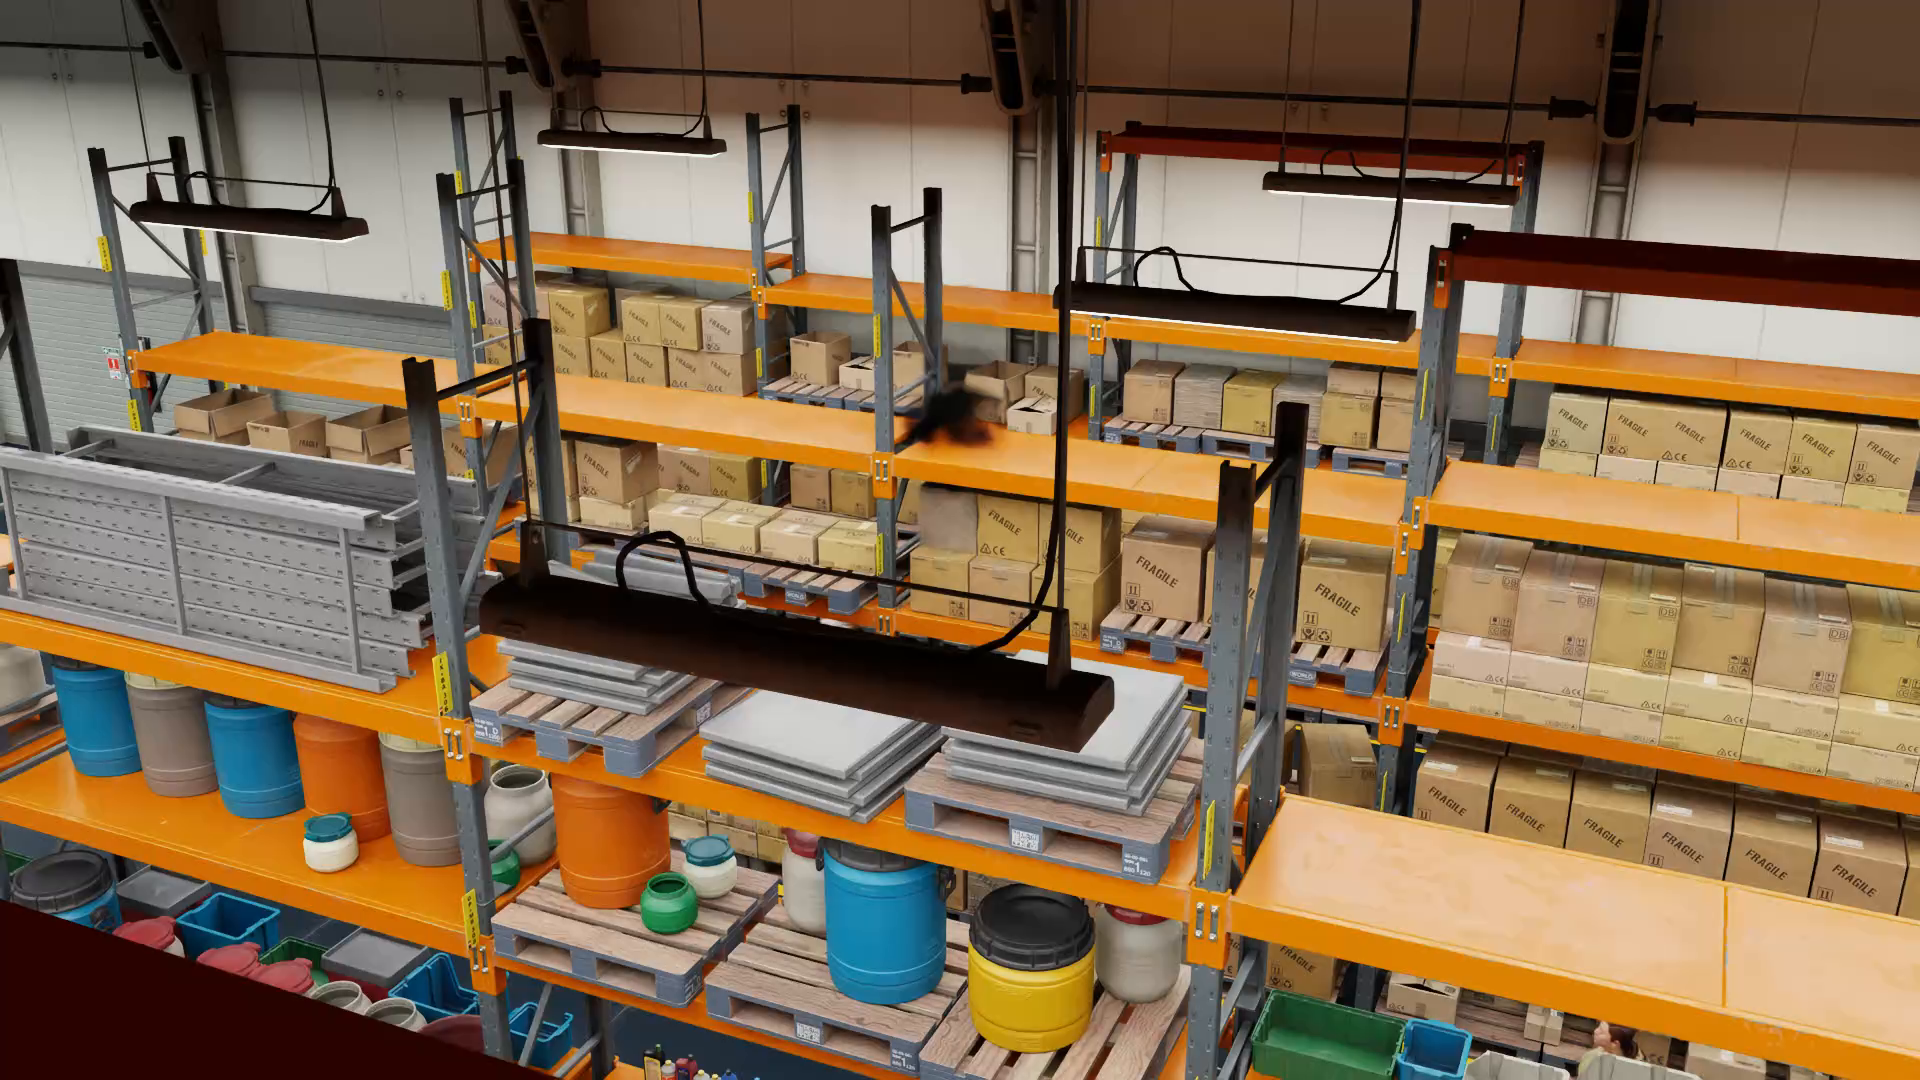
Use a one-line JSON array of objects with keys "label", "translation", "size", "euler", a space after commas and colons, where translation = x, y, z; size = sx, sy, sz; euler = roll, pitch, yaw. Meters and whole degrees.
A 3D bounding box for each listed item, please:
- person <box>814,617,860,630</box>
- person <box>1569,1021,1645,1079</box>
[{"label": "person", "translation": [-1.266, 1.162, 16.513], "size": [0.508, 1.628, 0.616], "euler": [8, 22, 20]}, {"label": "person", "translation": [4.005, 3.694, 10.434], "size": [0.793, 1.716, 0.555], "euler": [4, 21, 11]}]
